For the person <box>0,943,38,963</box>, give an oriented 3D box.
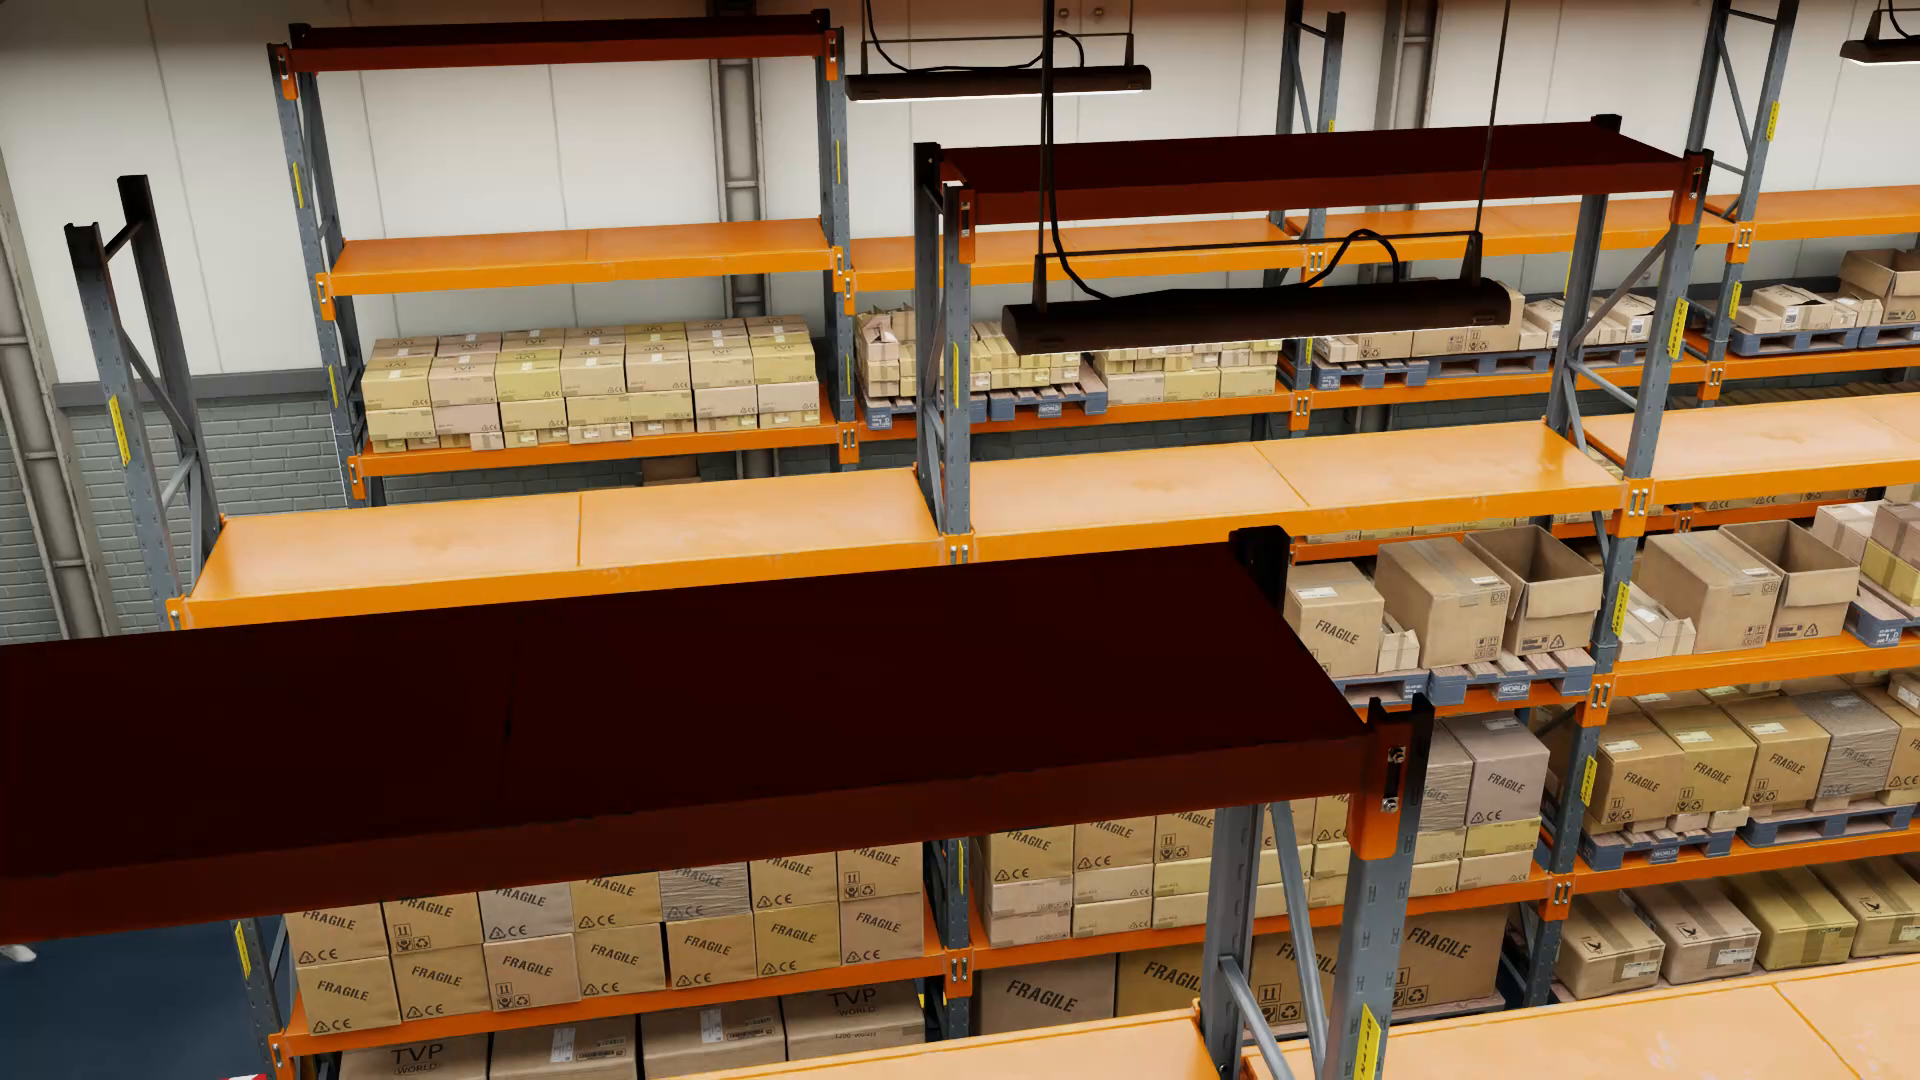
[{"bbox_3d":[-6.952,2.155,11.852,0.591,1.795,0.533,4,26,8],"label":"person"}]
